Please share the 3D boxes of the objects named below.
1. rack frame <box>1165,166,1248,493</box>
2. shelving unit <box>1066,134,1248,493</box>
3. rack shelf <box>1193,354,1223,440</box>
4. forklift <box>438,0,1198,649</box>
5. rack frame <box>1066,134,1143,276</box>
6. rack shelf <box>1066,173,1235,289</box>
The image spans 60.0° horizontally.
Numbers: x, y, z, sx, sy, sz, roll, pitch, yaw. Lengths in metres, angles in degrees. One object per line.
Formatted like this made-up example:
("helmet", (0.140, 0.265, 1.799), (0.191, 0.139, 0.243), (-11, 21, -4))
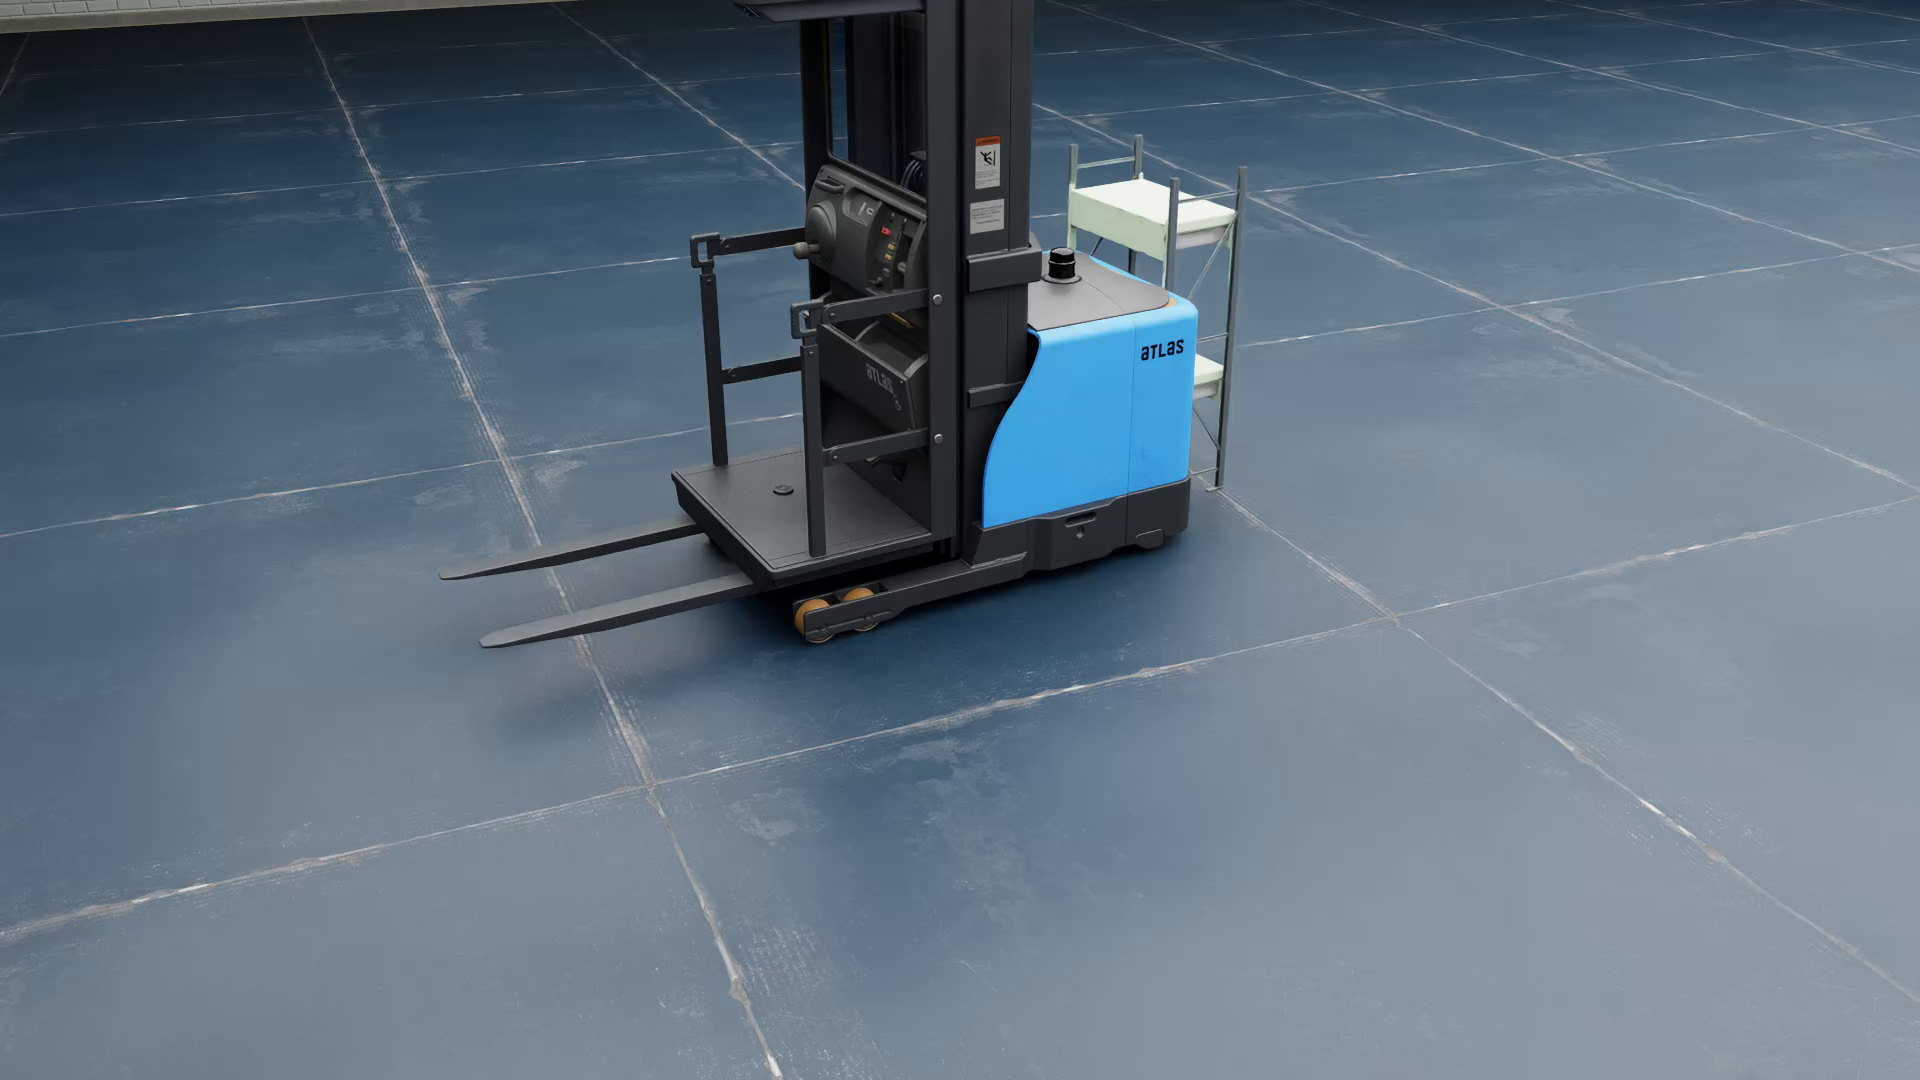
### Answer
("rack frame", (1.050, -0.872, 7.326), (0.400, 1.500, 0.023), (-15, 30, -28))
("shelving unit", (0.857, -1.009, 7.606), (0.431, 1.500, 0.755), (-15, 30, -28))
("rack shelf", (0.857, -0.716, 7.749), (0.431, 0.370, 0.720), (-15, 30, -28))
("forklift", (-0.550, -1.183, 6.332), (3.031, 2.935, 1.130), (-14, 29, -26))
("rack frame", (0.665, -1.145, 7.886), (0.400, 1.500, 0.023), (-15, 30, -28))
("rack shelf", (0.857, -1.359, 7.435), (0.431, 0.370, 0.720), (-15, 30, -28))
